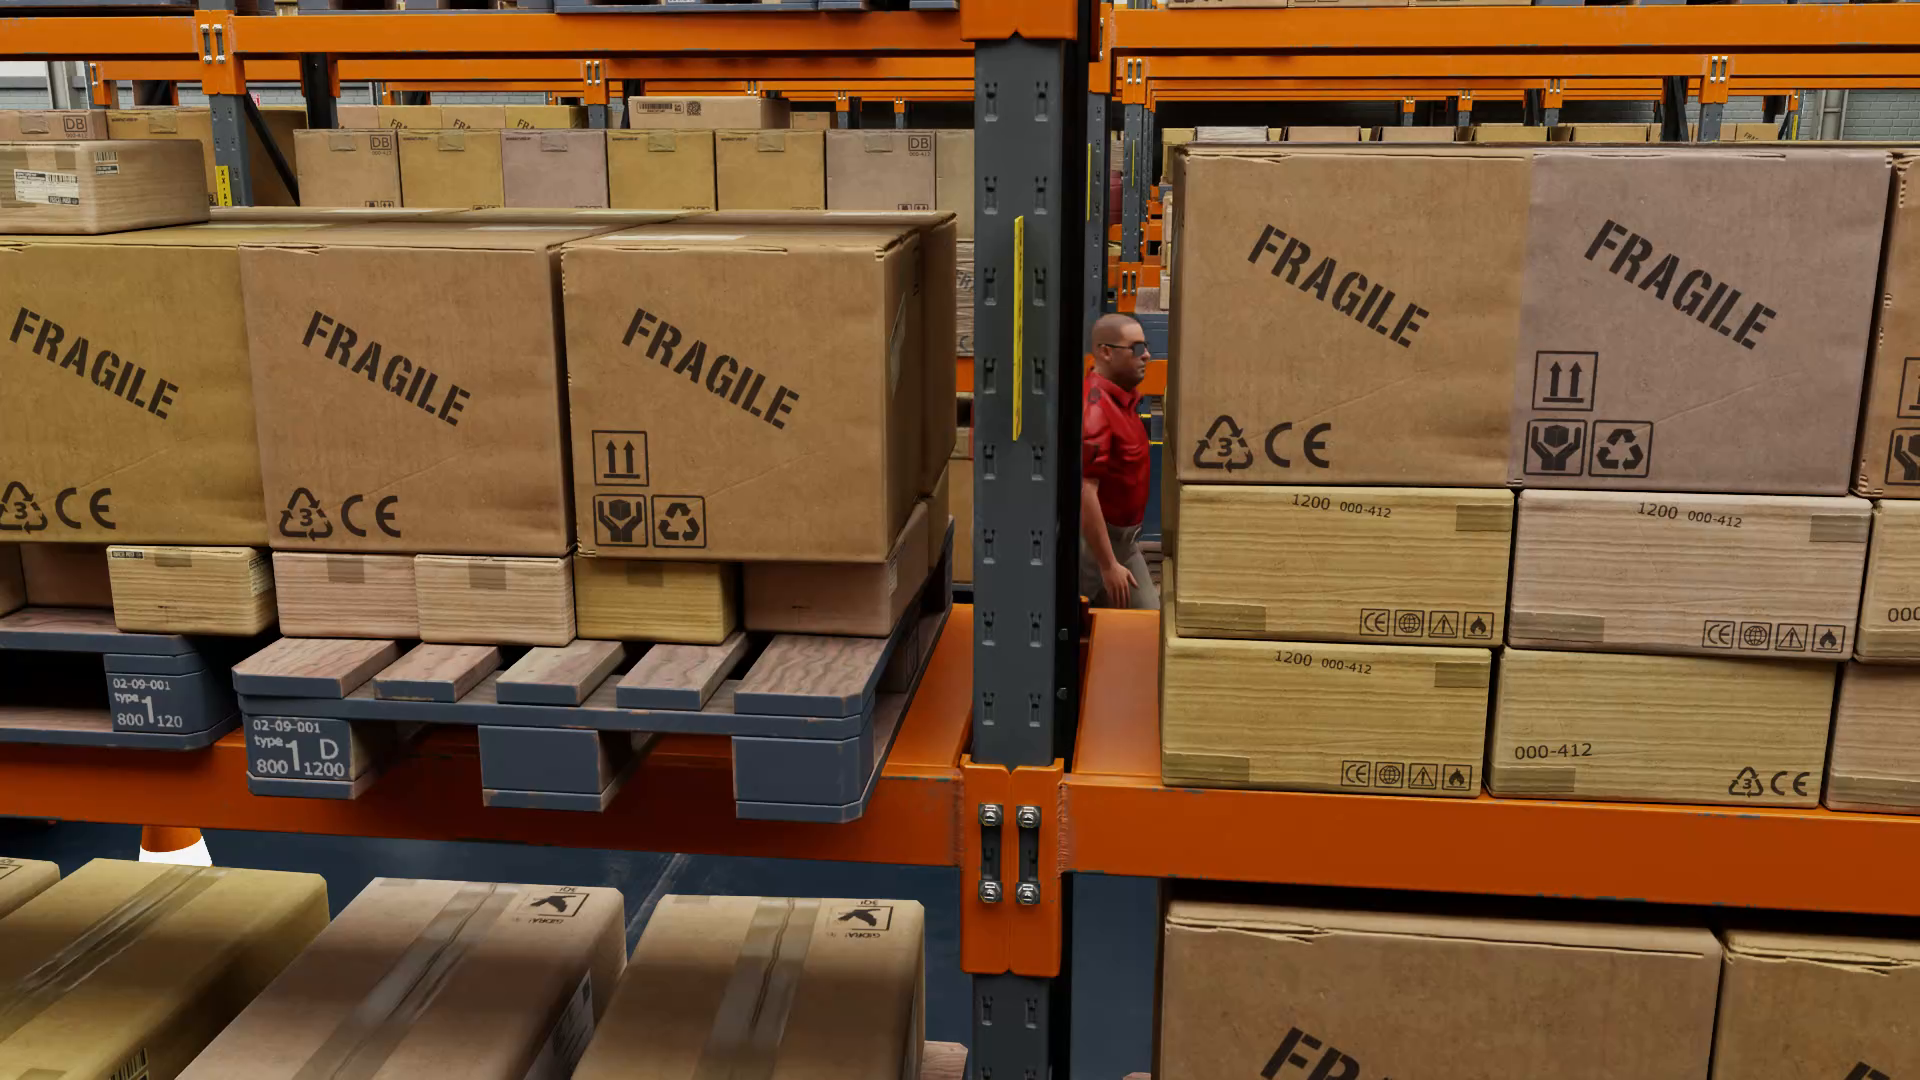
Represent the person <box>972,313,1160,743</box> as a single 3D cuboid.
[{"bbox_3d":[0.526,0.019,5.946,1.037,1.654,0.570,6,15,23],"label":"person"}]
